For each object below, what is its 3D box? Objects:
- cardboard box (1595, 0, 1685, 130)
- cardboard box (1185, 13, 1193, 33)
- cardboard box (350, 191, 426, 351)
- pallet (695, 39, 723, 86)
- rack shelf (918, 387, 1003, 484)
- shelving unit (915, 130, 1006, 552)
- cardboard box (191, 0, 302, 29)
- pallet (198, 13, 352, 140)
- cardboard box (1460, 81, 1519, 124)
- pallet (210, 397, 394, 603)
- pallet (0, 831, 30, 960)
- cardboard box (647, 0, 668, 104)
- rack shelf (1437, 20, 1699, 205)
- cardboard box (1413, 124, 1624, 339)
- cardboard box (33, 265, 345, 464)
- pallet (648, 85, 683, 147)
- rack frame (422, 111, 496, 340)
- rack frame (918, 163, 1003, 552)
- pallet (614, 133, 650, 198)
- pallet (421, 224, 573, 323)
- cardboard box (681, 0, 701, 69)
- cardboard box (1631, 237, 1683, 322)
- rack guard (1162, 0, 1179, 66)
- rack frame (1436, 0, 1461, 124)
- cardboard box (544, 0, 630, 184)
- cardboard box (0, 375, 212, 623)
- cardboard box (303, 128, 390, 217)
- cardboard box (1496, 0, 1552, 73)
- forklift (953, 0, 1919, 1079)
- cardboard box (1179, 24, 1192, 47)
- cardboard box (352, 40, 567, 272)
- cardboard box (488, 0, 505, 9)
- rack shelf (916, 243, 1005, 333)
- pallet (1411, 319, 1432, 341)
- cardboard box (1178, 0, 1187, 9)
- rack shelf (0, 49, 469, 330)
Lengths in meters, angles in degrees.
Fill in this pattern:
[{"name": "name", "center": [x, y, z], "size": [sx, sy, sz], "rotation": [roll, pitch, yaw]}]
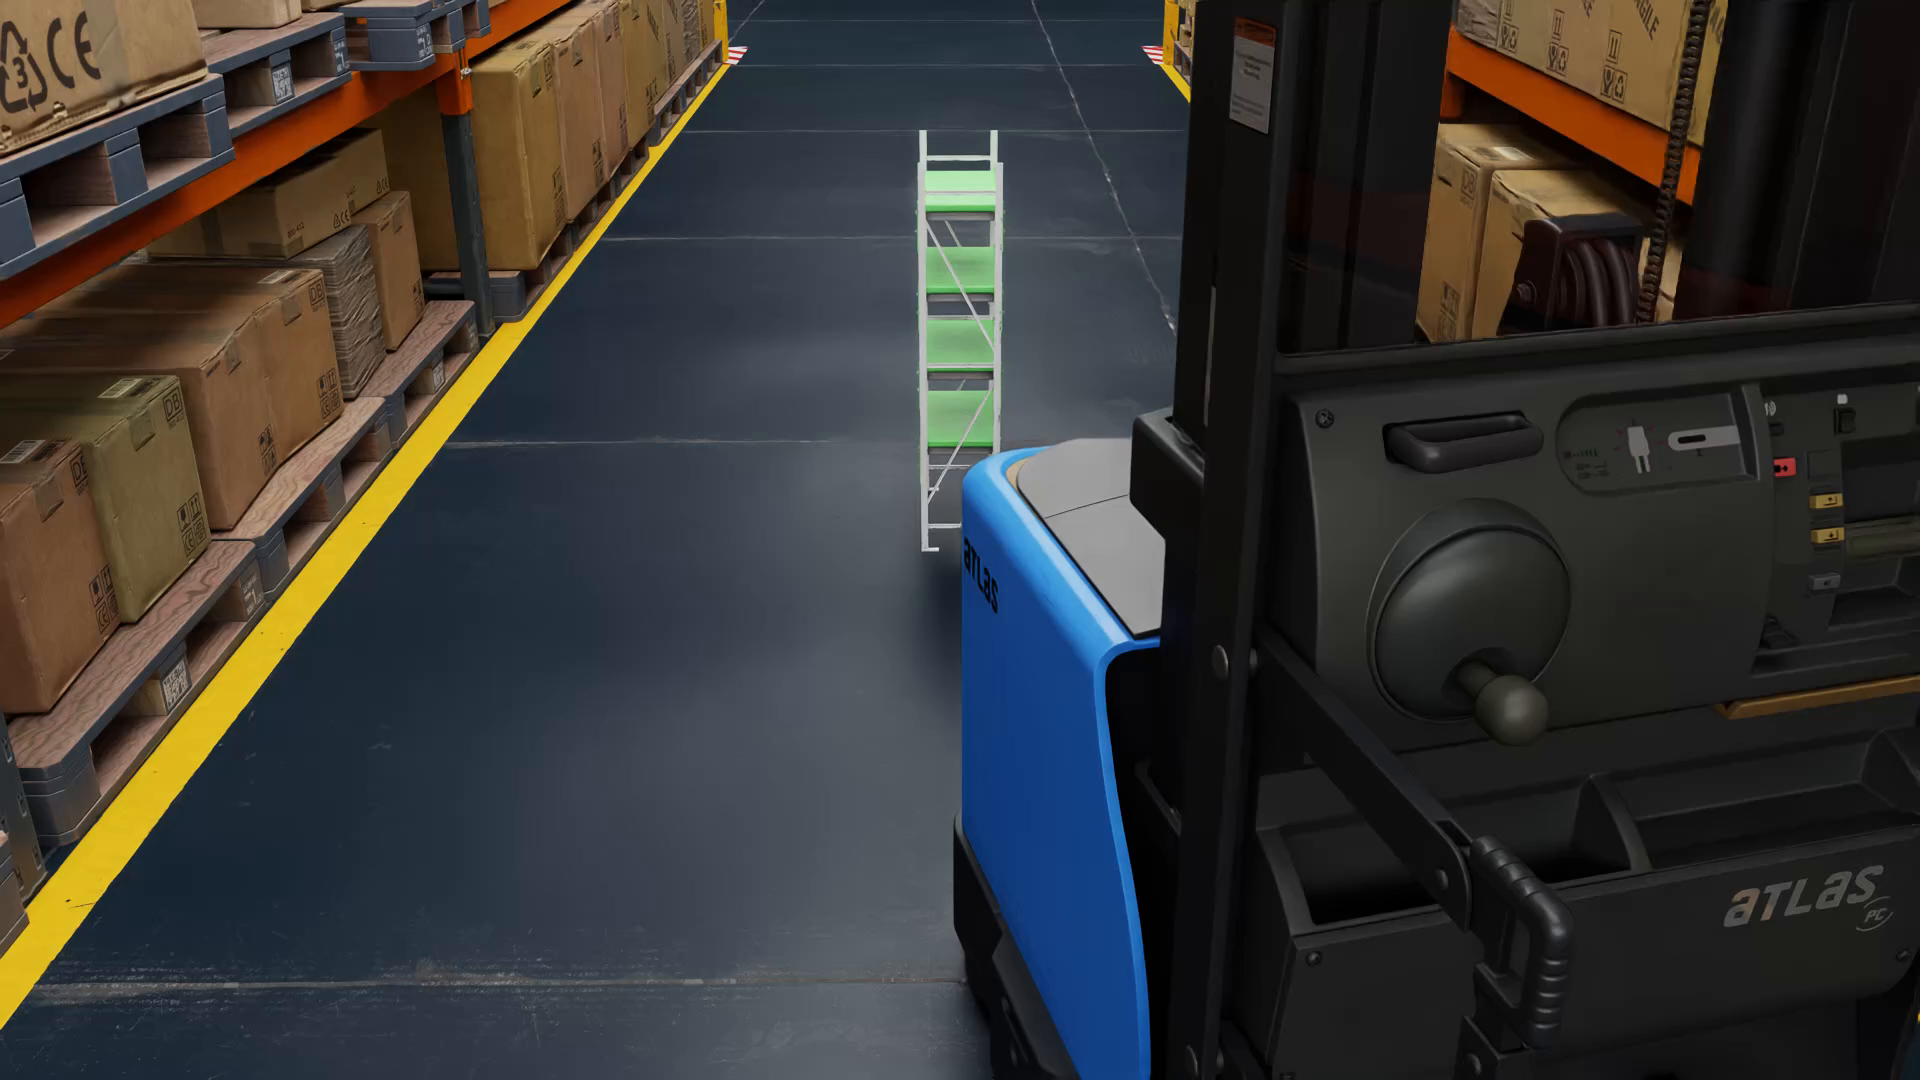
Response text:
[{"name": "cardboard box", "center": [2.185, -1.469, 4.736], "size": [0.500, 0.500, 0.500], "rotation": [-1, 24, -1]}, {"name": "cardboard box", "center": [2.042, -4.226, 13.543], "size": [0.380, 0.149, 0.250], "rotation": [0, 24, -1]}, {"name": "cardboard box", "center": [-2.500, -1.037, 6.402], "size": [0.700, 0.500, 0.500], "rotation": [-2, 24, -3]}, {"name": "pallet", "center": [-2.527, -3.948, 13.723], "size": [1.003, 0.211, 1.213], "rotation": [0, 24, -1]}, {"name": "rack shelf", "center": [-0.002, -0.338, 5.279], "size": [0.258, 0.148, 0.480], "rotation": [0, 24, -1]}, {"name": "shelving unit", "center": [-0.002, -0.615, 5.154], "size": [0.258, 1.200, 0.503], "rotation": [0, 24, -1]}, {"name": "cardboard box", "center": [-2.239, -1.696, 5.012], "size": [0.396, 0.266, 0.258], "rotation": [-1, 24, -2]}, {"name": "pallet", "center": [-2.464, -1.348, 4.824], "size": [1.003, 0.211, 1.213], "rotation": [0, 24, -1]}, {"name": "cardboard box", "center": [2.164, -1.907, 7.440], "size": [0.500, 0.250, 0.500], "rotation": [-1, 24, -2]}, {"name": "pallet", "center": [-2.510, -0.157, 5.342], "size": [1.003, 0.211, 1.213], "rotation": [0, 24, -1]}, {"name": "pallet", "center": [-2.441, 0.944, 2.907], "size": [1.003, 0.211, 1.213], "rotation": [0, 24, -1]}, {"name": "cardboard box", "center": [-2.498, -3.395, 11.186], "size": [0.875, 0.875, 0.875], "rotation": [0, 24, -1]}, {"name": "rack shelf", "center": [2.456, -1.080, 4.871], "size": [1.077, 0.370, 4.000], "rotation": [0, 24, -1]}, {"name": "cardboard box", "center": [2.350, -1.147, 6.366], "size": [1.050, 0.750, 0.750], "rotation": [-1, 24, -1]}, {"name": "cardboard box", "center": [-2.468, -0.575, 5.380], "size": [0.700, 0.500, 0.500], "rotation": [2, 24, 4]}, {"name": "pallet", "center": [-2.501, -2.943, 11.500], "size": [1.003, 0.211, 1.213], "rotation": [0, 24, -1]}, {"name": "rack frame", "center": [-2.527, -2.251, 6.588], "size": [1.000, 3.000, 0.127], "rotation": [0, 24, -1]}, {"name": "rack frame", "center": [0.001, -0.514, 4.931], "size": [0.240, 1.200, 0.015], "rotation": [0, 24, -1]}, {"name": "pallet", "center": [-2.487, -2.311, 10.105], "size": [1.003, 0.211, 1.213], "rotation": [0, 24, -1]}, {"name": "pallet", "center": [-2.460, -1.306, 7.881], "size": [1.003, 0.211, 1.213], "rotation": [0, 24, -1]}, {"name": "cardboard box", "center": [-2.517, -4.133, 12.816], "size": [0.875, 0.875, 0.875], "rotation": [0, 24, -1]}, {"name": "cardboard box", "center": [2.374, -0.403, 4.721], "size": [1.050, 0.750, 0.750], "rotation": [0, 24, -1]}, {"name": "rack guard", "center": [2.347, -4.358, 14.280], "size": [1.175, 0.500, 0.348], "rotation": [0, 24, -1]}, {"name": "rack frame", "center": [2.434, -2.232, 6.545], "size": [1.000, 3.000, 0.127], "rotation": [0, 24, -1]}, {"name": "cardboard box", "center": [-2.533, -2.491, 9.186], "size": [1.225, 0.875, 0.875], "rotation": [-1, 24, -2]}, {"name": "cardboard box", "center": [-2.455, -0.114, 4.362], "size": [0.700, 0.500, 0.500], "rotation": [0, 24, -1]}, {"name": "cardboard box", "center": [-2.490, -1.379, 6.248], "size": [0.500, 0.250, 0.500], "rotation": [1, 24, 2]}, {"name": "cardboard box", "center": [2.177, -1.882, 5.649], "size": [0.500, 0.500, 0.500], "rotation": [0, 24, -1]}, {"name": "forklift", "center": [0.864, 0.018, 1.652], "size": [1.130, 2.935, 3.031], "rotation": [-6, 25, -14]}, {"name": "cardboard box", "center": [2.032, -4.204, 13.854], "size": [0.380, 0.149, 0.250], "rotation": [0, 24, 1]}, {"name": "cardboard box", "center": [-2.514, -1.759, 7.568], "size": [1.225, 0.875, 0.875], "rotation": [-1, 24, -3]}, {"name": "cardboard box", "center": [-2.260, -2.498, 7.013], "size": [0.500, 0.500, 0.500], "rotation": [0, 24, 1]}, {"name": "rack shelf", "center": [-0.002, -0.775, 5.081], "size": [0.258, 0.148, 0.480], "rotation": [0, 24, -1]}, {"name": "pallet", "center": [2.367, -0.636, 6.401], "size": [1.003, 0.211, 1.213], "rotation": [0, 24, -1]}, {"name": "cardboard box", "center": [2.013, -4.475, 13.731], "size": [0.380, 0.149, 0.250], "rotation": [-1, 24, -3]}, {"name": "rack shelf", "center": [-2.505, -1.099, 4.914], "size": [1.077, 0.370, 4.000], "rotation": [0, 24, -1]}]
